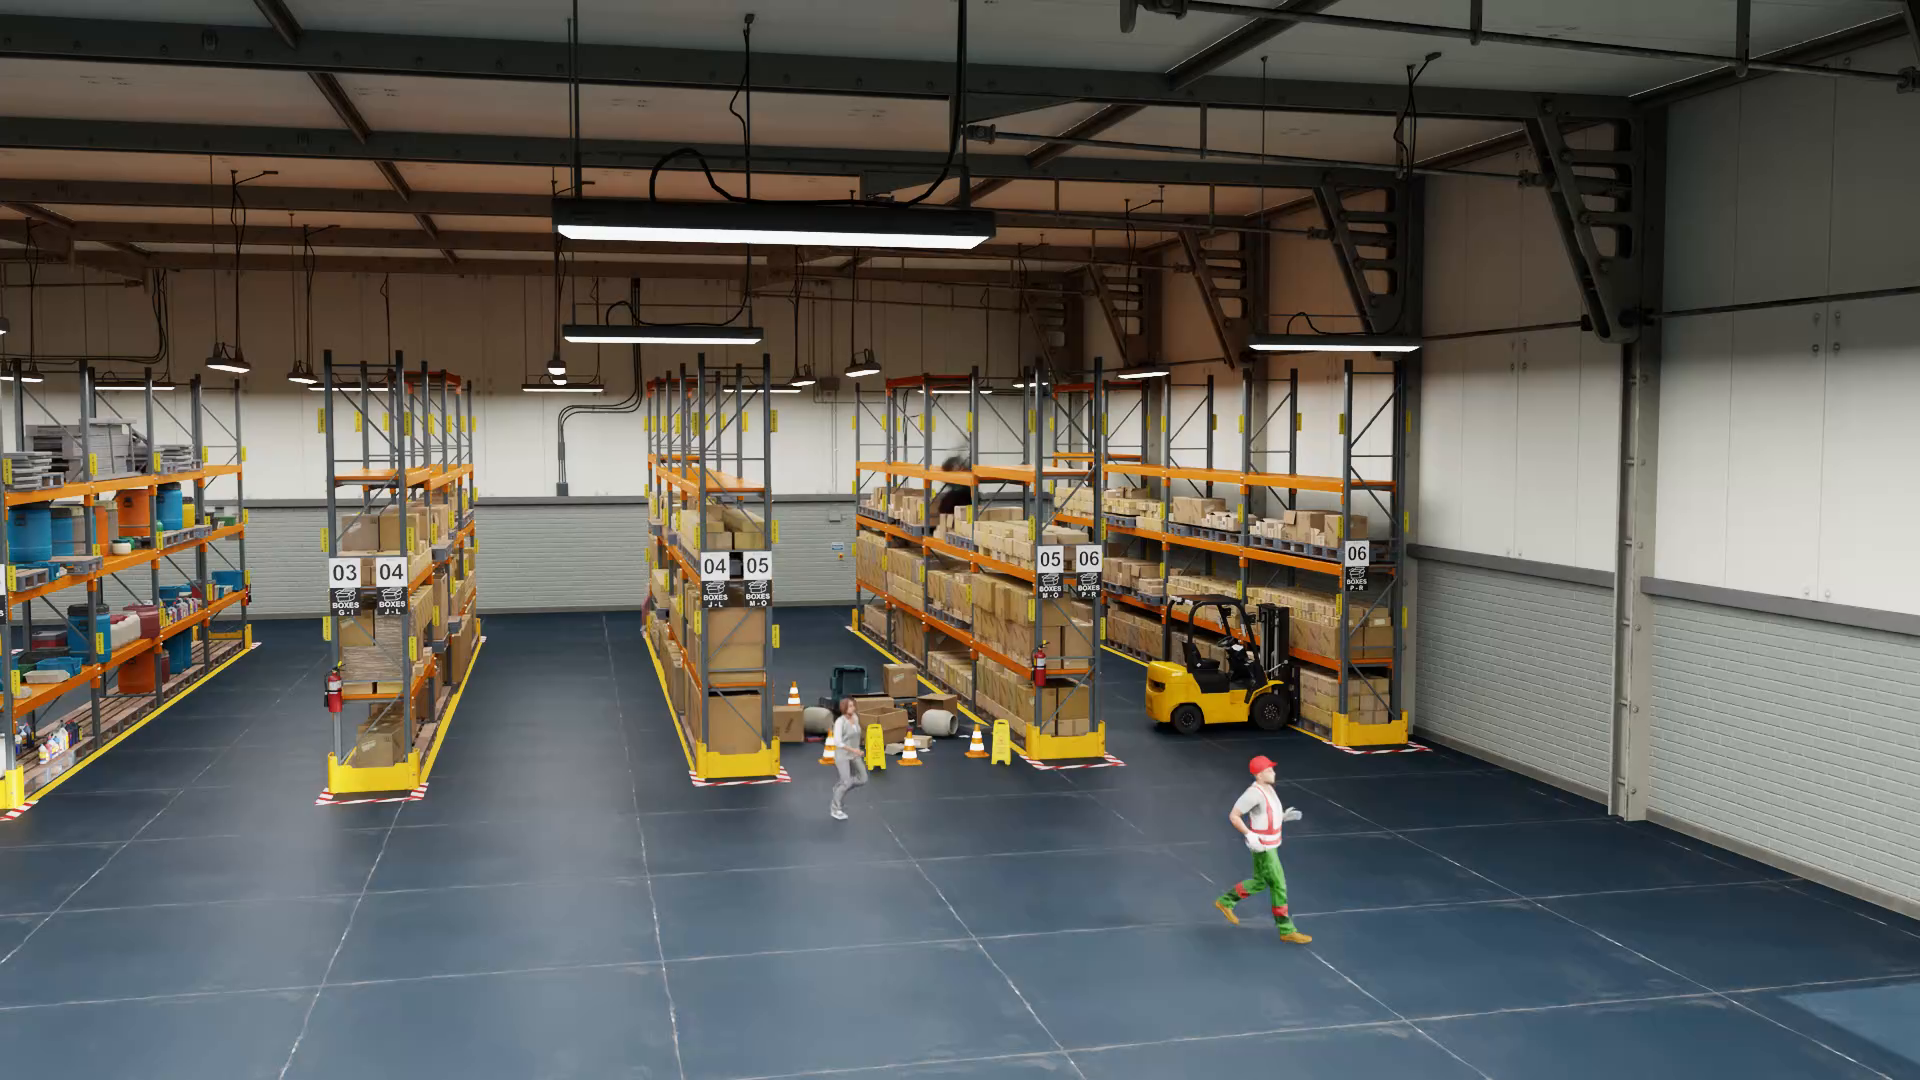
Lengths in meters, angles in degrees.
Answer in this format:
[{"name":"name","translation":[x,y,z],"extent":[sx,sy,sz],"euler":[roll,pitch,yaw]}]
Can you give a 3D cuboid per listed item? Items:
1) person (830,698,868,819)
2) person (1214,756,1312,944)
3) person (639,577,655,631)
[{"name":"person","translation":[-1.388,2.763,21.067],"extent":[0.599,1.554,0.569],"euler":[3,5,36]},{"name":"person","translation":[2.935,2.968,16.110],"extent":[0.999,1.766,0.663],"euler":[2,4,24]},{"name":"person","translation":[-7.375,1.378,40.375],"extent":[0.825,1.717,0.572],"euler":[-3,5,-34]}]
